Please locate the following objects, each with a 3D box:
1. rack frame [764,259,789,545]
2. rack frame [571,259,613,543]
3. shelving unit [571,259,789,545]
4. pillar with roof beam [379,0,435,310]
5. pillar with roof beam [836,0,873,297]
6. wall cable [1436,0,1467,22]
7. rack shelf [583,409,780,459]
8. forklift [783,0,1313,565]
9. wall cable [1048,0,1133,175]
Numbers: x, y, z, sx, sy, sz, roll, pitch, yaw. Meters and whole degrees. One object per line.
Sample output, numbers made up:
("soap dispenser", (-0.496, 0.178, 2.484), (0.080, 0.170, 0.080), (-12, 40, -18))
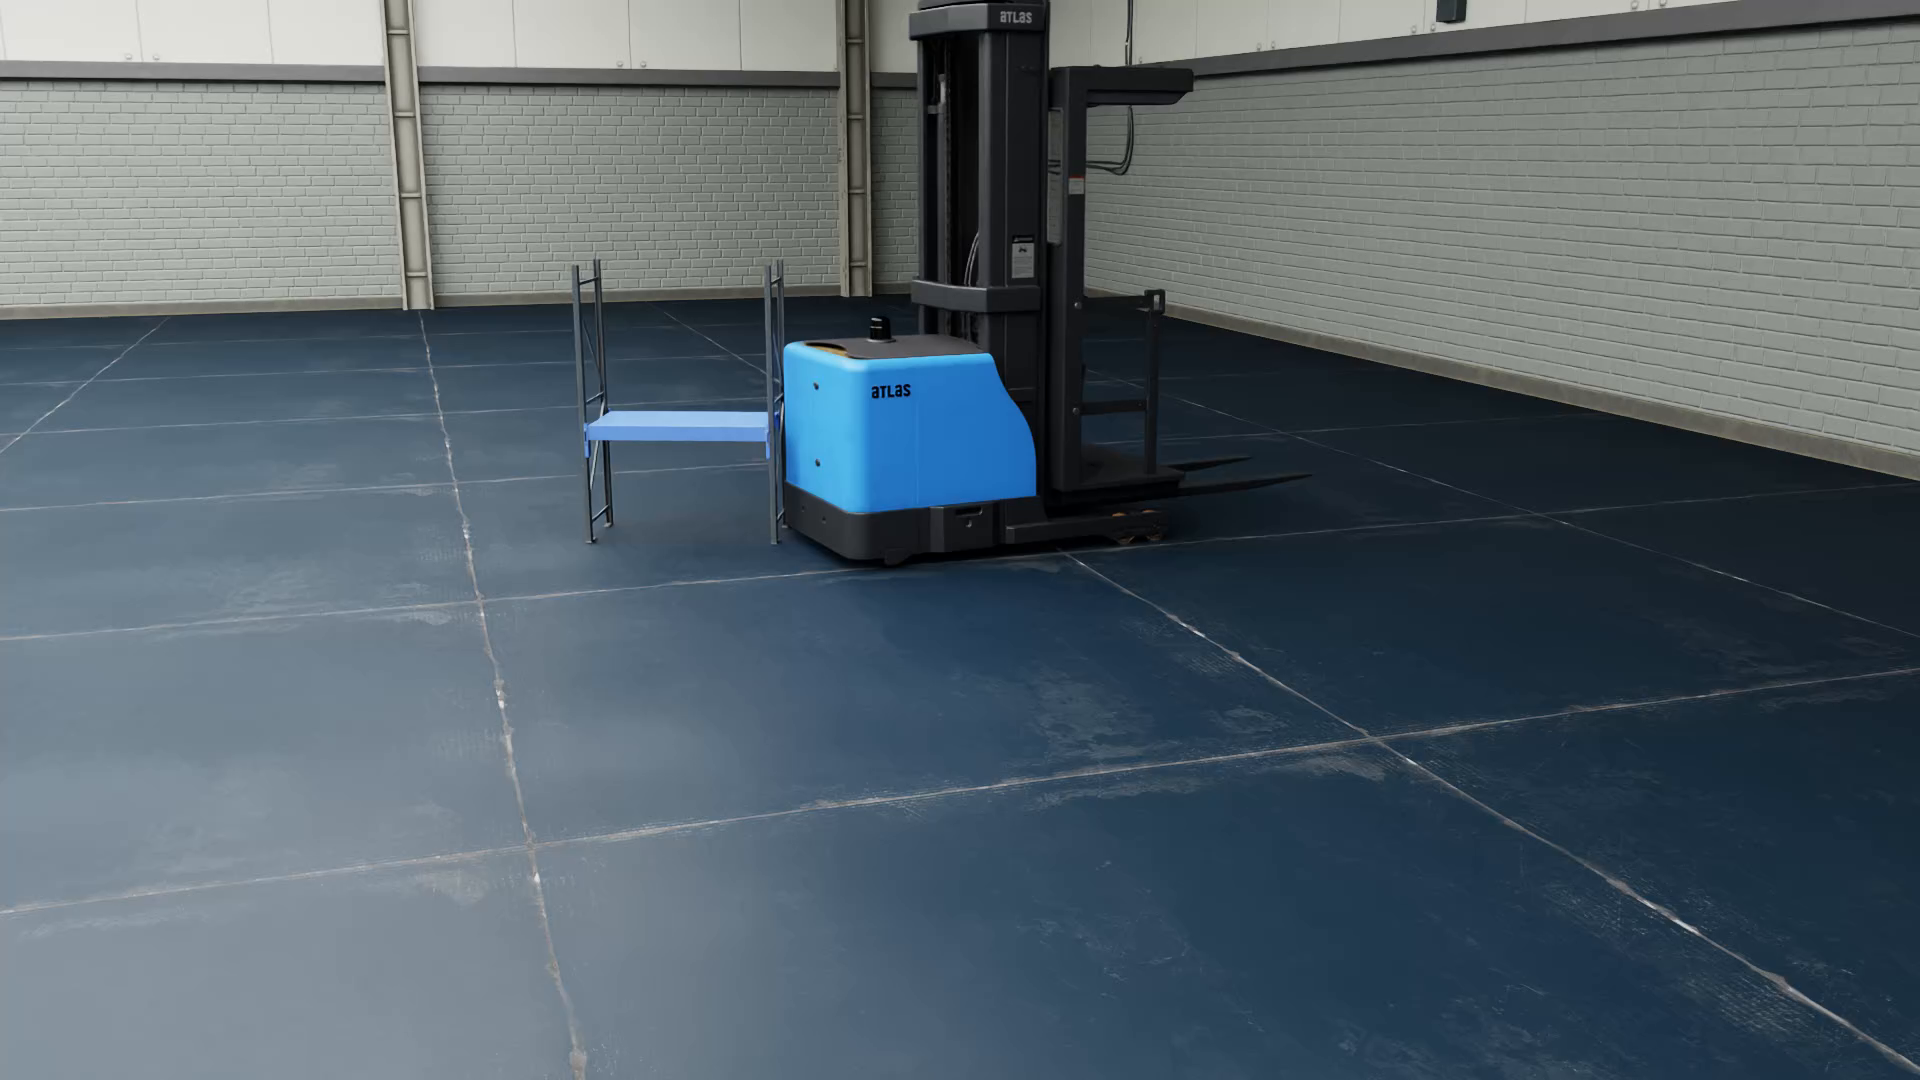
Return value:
("rack frame", (-0.999, -0.759, 9.095), (0.032, 1.500, 0.500), (1, 13, 2))
("rack frame", (-2.015, -0.769, 9.133), (0.032, 1.500, 0.500), (1, 13, 2))
("shelving unit", (-1.507, -0.764, 9.114), (1.048, 1.500, 0.538), (1, 13, 2))
("pillar with roof beam", (-5.803, -6.503, 17.037), (0.400, 9.000, 9.100), (-4, 14, -18))
("pillar with roof beam", (-0.116, -6.946, 18.898), (0.400, 9.000, 9.100), (-4, 14, -18))
("wall cable", (4.737, -7.389, 13.411), (0.169, 6.003, 2.305), (-4, 14, -18))
("rack shelf", (-1.507, -0.589, 9.155), (1.000, 0.185, 0.538), (1, 13, 2))
("forklift", (0.581, -1.510, 9.158), (3.031, 2.935, 1.130), (-7, 15, -26))
("wall cable", (1.725, -6.307, 22.922), (0.112, 2.526, 3.097), (-4, 14, -18))
